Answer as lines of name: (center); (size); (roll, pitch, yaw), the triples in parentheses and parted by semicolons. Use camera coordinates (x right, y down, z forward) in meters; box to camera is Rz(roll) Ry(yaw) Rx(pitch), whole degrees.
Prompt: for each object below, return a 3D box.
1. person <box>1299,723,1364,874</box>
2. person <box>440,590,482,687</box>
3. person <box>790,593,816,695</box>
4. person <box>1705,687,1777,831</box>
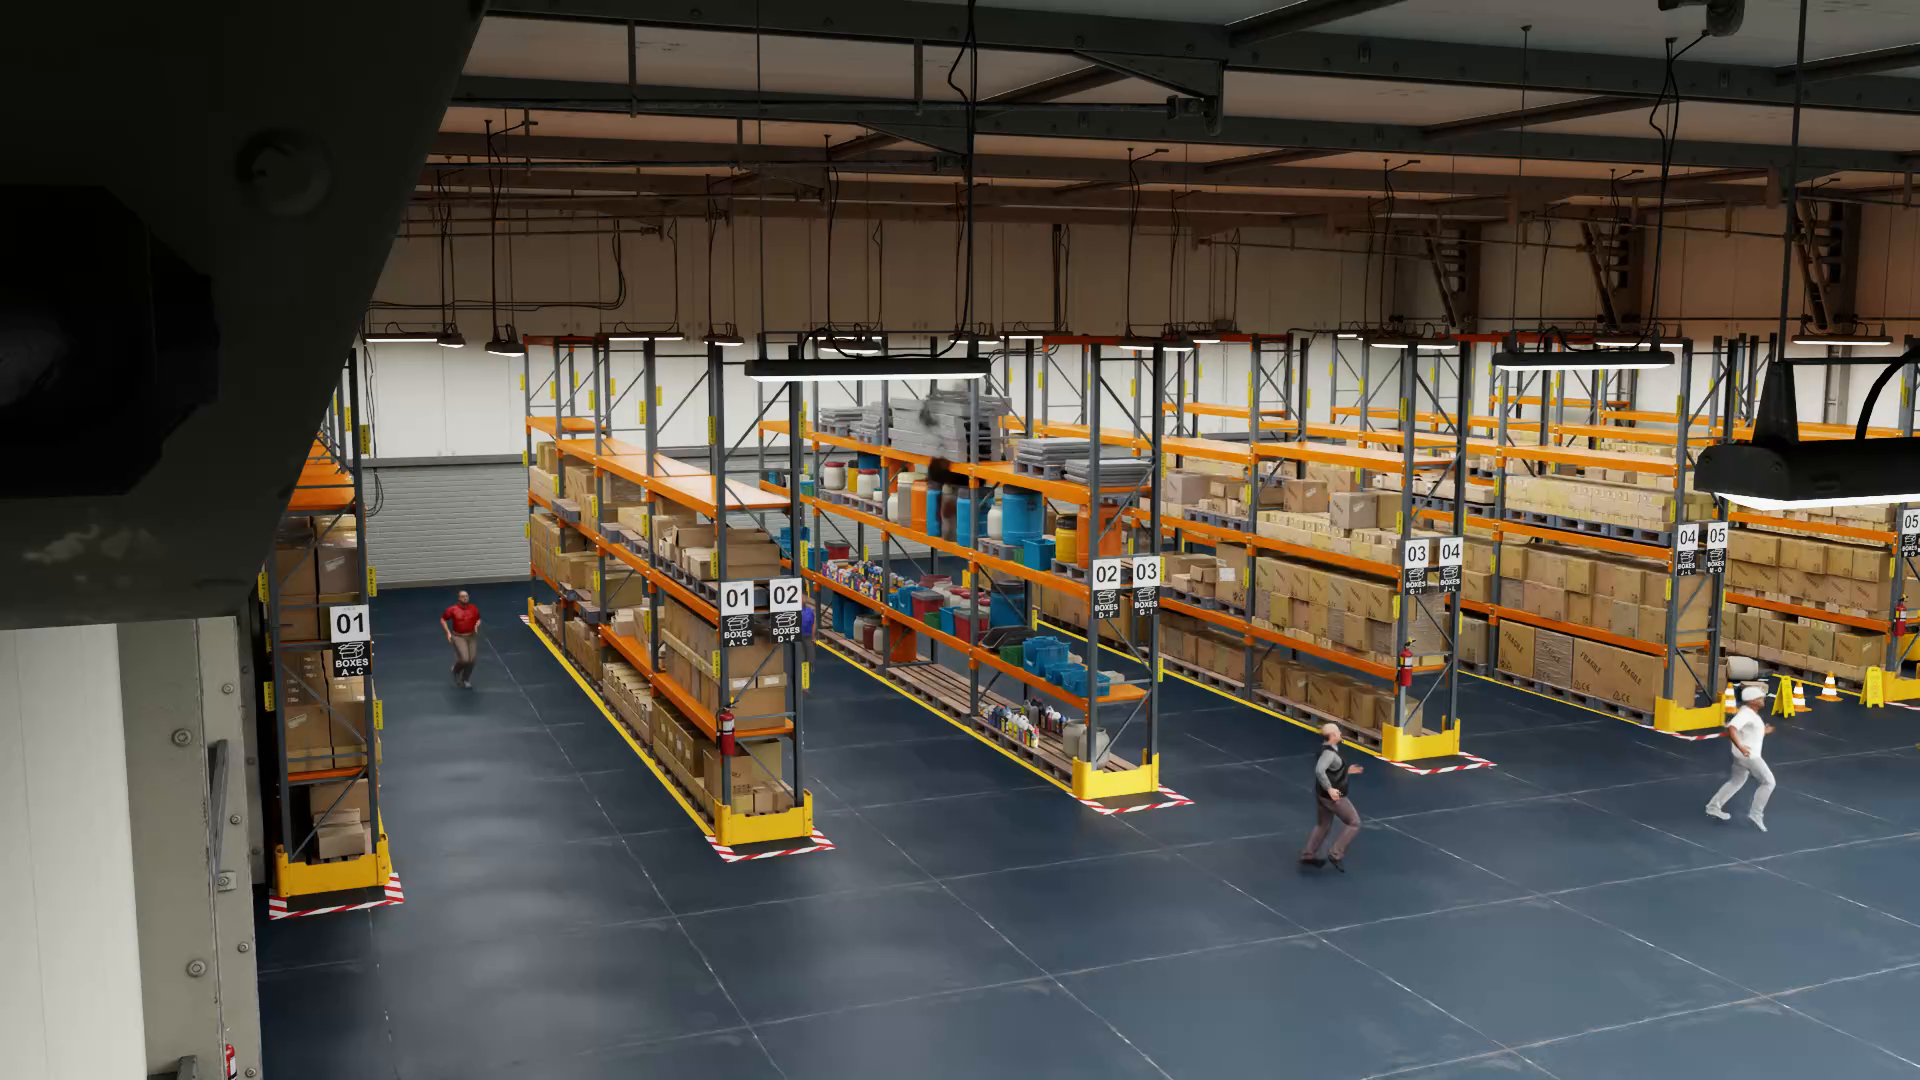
person: (4.275, 2.959, 19.058); (0.716, 1.741, 0.625); (-1, 8, -5)
person: (-8.472, 1.708, 28.492); (0.651, 1.684, 0.602); (-6, 10, -39)
person: (-2.578, 1.666, 26.950); (0.585, 1.646, 0.508); (-5, 9, -31)
person: (9.789, 2.723, 20.807); (0.778, 1.820, 0.677); (2, 8, 15)
